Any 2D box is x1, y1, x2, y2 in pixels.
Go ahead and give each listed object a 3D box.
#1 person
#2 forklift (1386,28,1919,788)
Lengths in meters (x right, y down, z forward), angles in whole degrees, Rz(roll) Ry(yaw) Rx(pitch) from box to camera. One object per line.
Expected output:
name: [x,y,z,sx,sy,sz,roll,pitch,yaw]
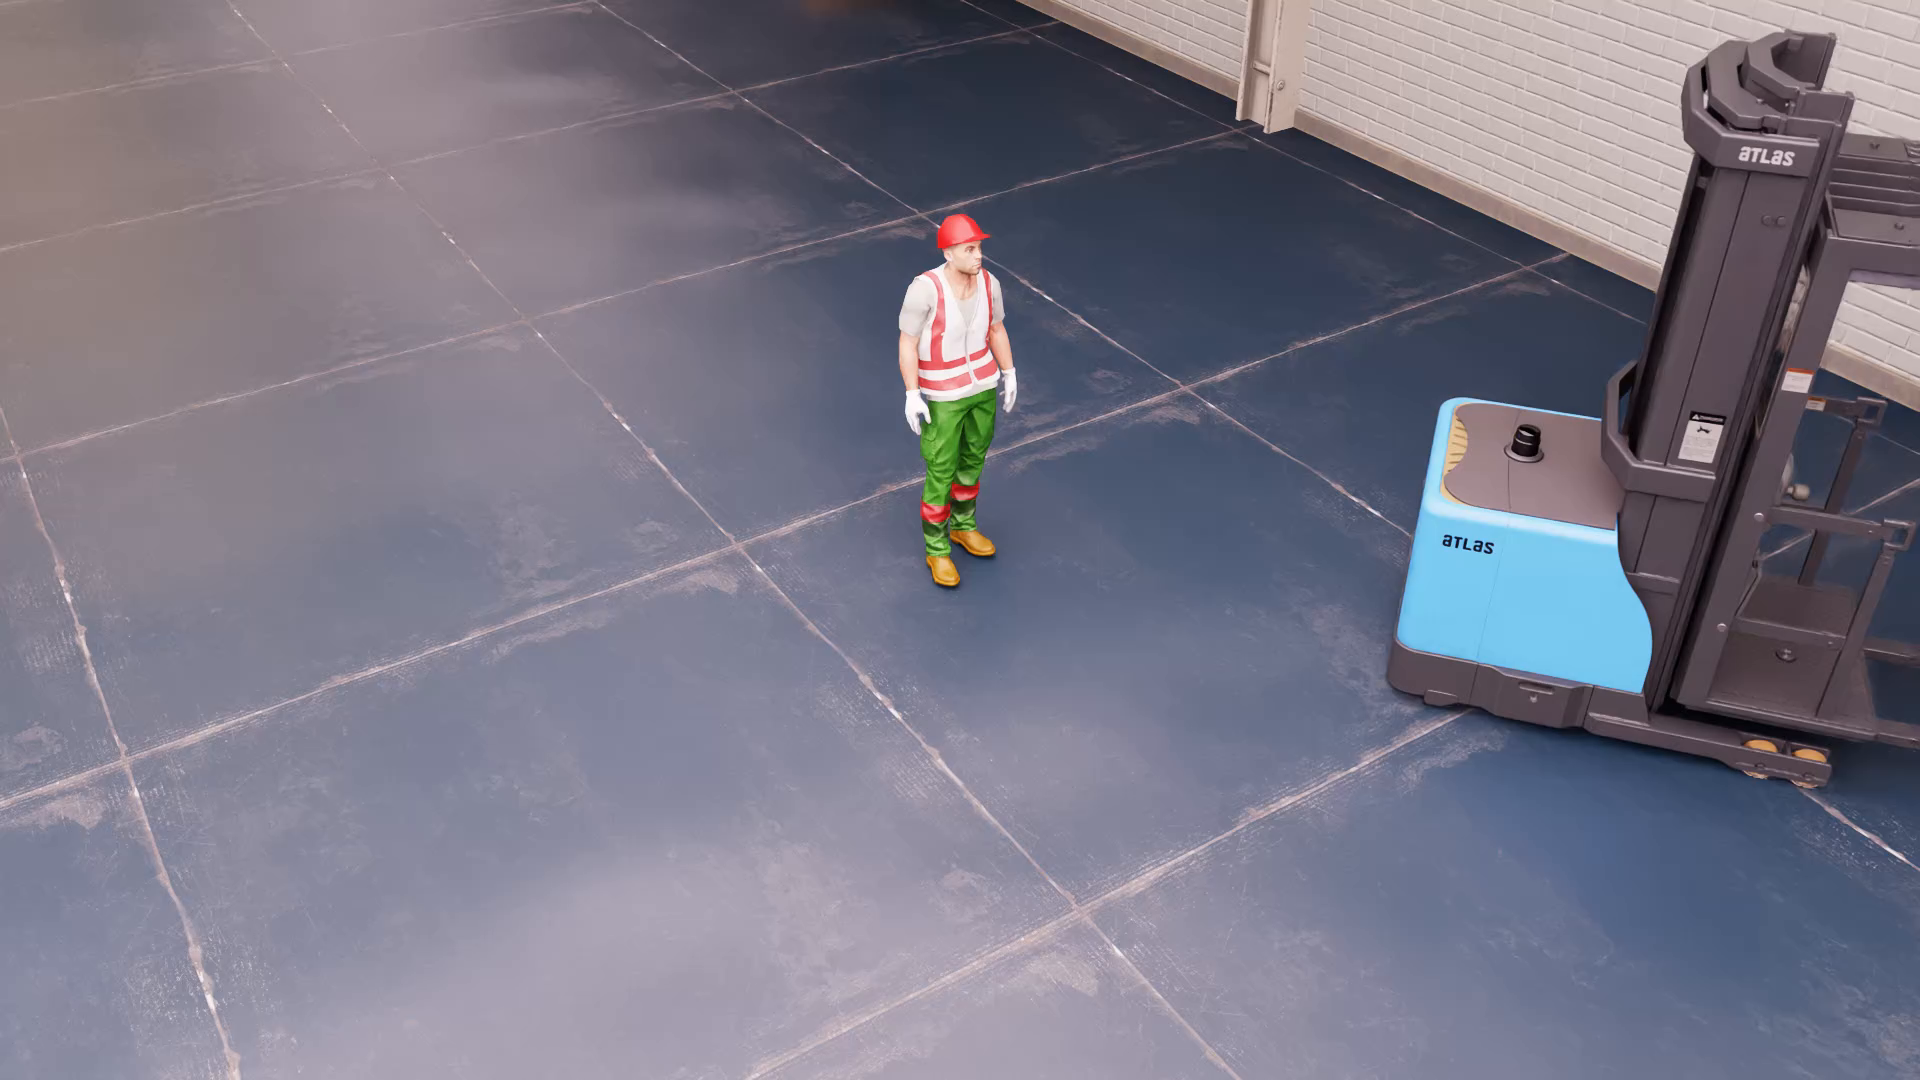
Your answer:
person: [0.034,-0.696,8.119,0.638,1.787,0.564,-21,40,-27]
forklift: [3.542,-0.475,6.824,3.031,2.935,1.130,11,37,15]
